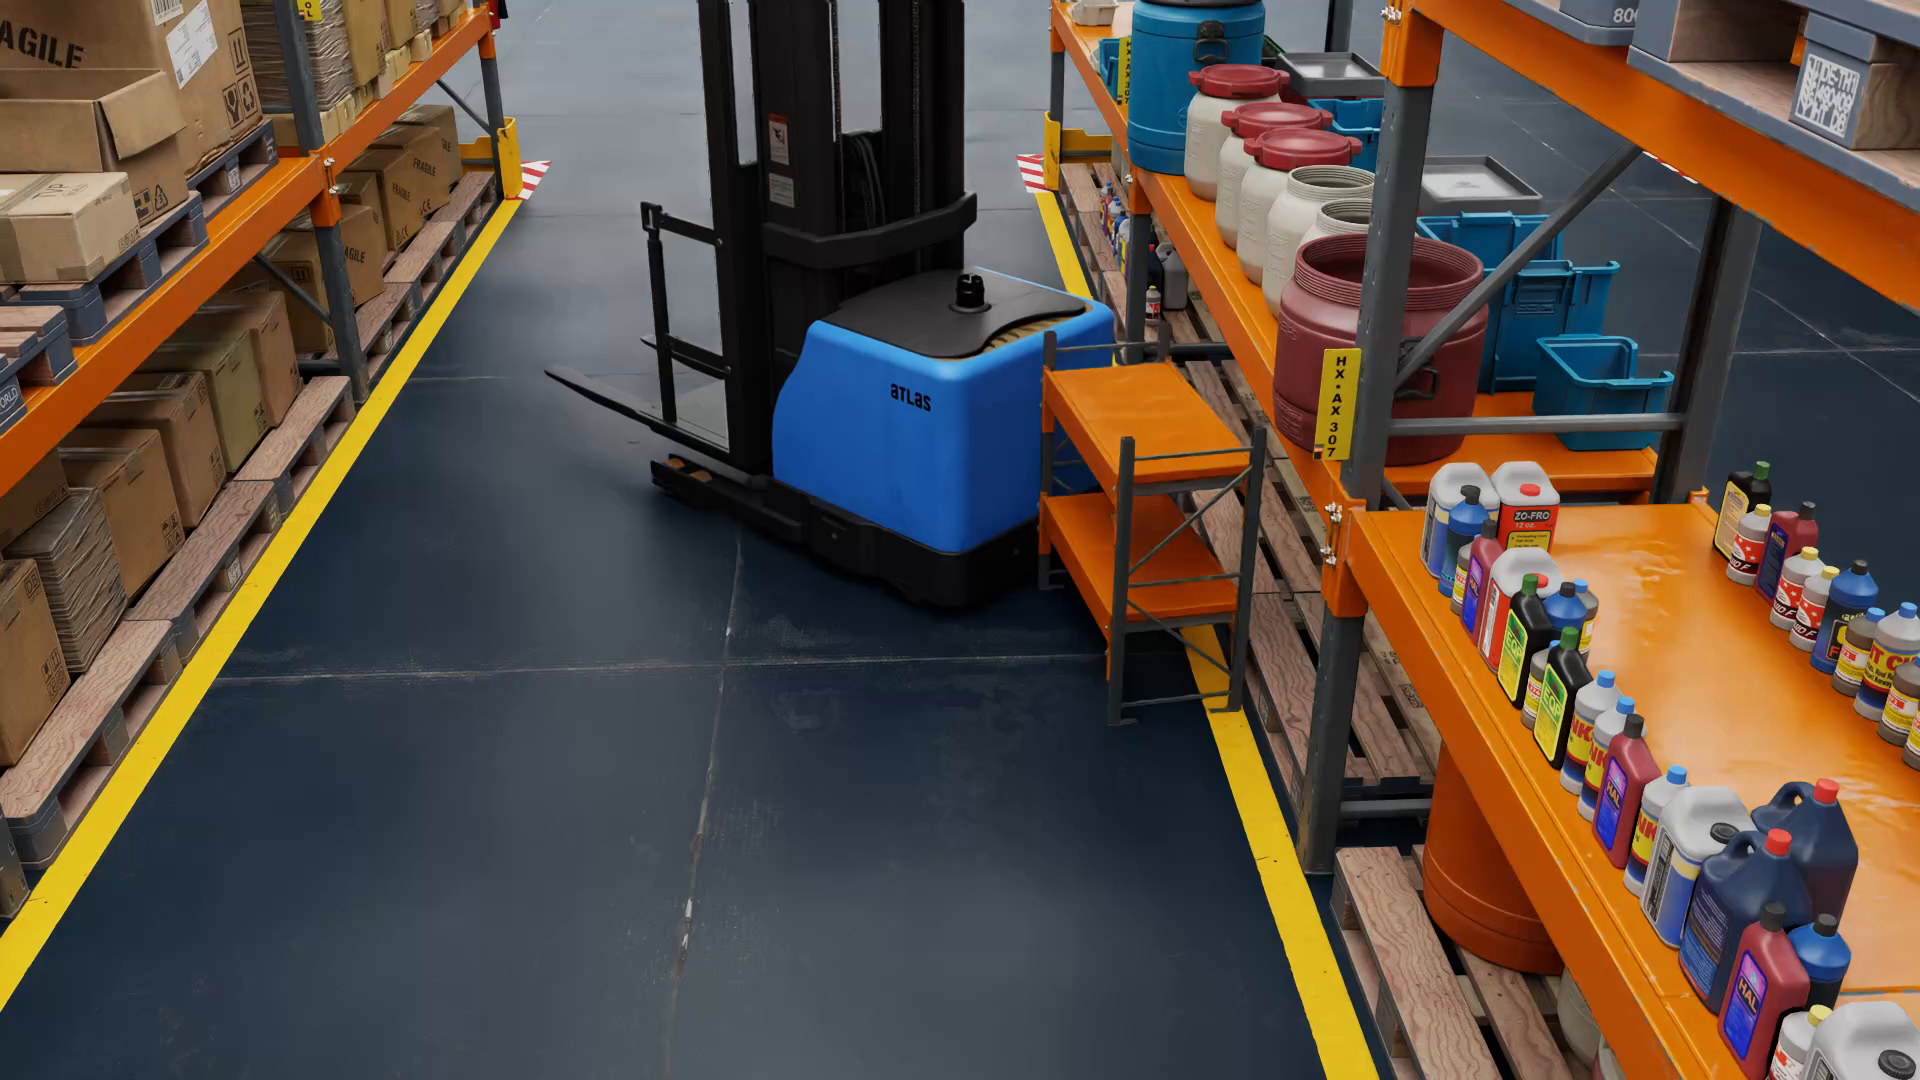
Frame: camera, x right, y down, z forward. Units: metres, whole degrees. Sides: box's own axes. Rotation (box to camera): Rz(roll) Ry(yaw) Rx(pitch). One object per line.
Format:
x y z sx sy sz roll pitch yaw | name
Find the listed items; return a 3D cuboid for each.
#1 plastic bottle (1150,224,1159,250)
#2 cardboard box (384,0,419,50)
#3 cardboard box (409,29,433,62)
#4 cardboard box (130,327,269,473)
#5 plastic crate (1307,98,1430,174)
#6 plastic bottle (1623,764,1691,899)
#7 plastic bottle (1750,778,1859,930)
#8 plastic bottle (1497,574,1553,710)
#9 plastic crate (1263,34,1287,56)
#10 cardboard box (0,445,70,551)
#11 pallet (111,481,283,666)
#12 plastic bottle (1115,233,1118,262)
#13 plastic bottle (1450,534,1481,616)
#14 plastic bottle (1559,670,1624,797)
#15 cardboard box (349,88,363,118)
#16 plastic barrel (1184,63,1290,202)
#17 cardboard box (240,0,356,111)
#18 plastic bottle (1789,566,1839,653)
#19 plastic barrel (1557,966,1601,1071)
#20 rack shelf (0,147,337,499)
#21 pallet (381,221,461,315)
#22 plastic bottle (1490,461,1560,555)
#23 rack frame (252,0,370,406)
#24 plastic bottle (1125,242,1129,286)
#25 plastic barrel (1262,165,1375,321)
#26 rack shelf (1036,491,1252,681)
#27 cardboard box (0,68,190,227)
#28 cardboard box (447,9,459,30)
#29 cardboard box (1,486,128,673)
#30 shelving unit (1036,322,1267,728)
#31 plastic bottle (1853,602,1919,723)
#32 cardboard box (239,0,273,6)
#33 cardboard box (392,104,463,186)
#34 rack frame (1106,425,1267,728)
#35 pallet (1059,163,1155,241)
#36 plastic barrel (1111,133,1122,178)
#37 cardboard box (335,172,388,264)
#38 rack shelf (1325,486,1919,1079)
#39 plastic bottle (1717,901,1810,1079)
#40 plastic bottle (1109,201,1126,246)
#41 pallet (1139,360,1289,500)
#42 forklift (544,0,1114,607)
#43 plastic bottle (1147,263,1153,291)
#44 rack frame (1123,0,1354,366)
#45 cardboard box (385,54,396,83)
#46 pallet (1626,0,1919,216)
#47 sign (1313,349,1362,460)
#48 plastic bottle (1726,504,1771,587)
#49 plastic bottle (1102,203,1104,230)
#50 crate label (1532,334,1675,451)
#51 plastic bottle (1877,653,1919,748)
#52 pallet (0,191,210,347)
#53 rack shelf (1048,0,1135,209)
1.121 -1.692 9.712 0.061 0.283 0.133 -1 28 -3 | plastic bottle
-3.642 -3.117 9.553 0.875 0.500 0.500 -1 28 -3 | cardboard box
-3.383 -2.958 9.950 0.380 0.149 0.250 -1 28 -3 | cardboard box
-3.562 -0.621 7.425 0.700 0.500 0.500 -2 28 -3 | cardboard box
1.736 -1.650 7.187 0.392 0.384 0.575 -1 28 -3 | plastic crate
1.316 0.541 3.109 0.097 0.271 0.097 0 28 0 | plastic bottle
1.498 0.566 2.974 0.144 0.351 0.185 -1 28 -3 | plastic bottle
1.262 0.224 3.702 0.061 0.283 0.133 -1 28 -3 | plastic bottle
1.579 -2.699 9.410 0.450 0.188 0.662 -1 28 -3 | plastic crate
-3.472 -0.165 5.739 0.500 0.250 0.500 2 28 3 | cardboard box
-3.469 0.121 6.789 1.003 0.211 1.213 -1 28 -3 | pallet
0.982 -1.771 9.951 0.097 0.201 0.097 0 28 0 | plastic bottle
1.260 0.083 4.062 0.097 0.201 0.097 0 28 0 | plastic bottle
1.299 0.389 3.400 0.097 0.271 0.097 0 28 0 | plastic bottle
-3.330 -2.265 8.621 0.380 0.149 0.250 -1 28 -3 | cardboard box
1.199 -1.772 7.257 0.433 0.535 0.433 0 28 0 | plastic barrel
-3.540 -2.425 8.226 0.875 0.500 0.500 -1 28 -3 | cardboard box
2.029 0.158 3.918 0.097 0.201 0.097 0 28 0 | plastic bottle
1.738 1.089 4.154 0.421 0.512 0.421 0 28 0 | plastic barrel
-3.474 -0.797 6.312 1.077 0.370 4.000 -1 28 -3 | rack shelf
-3.715 -1.677 10.237 1.003 0.211 1.213 -1 28 -3 | pallet
1.429 -0.053 4.242 0.152 0.276 0.135 -1 28 -3 | plastic bottle
-3.578 -2.039 7.916 1.000 3.000 0.127 -1 28 -3 | rack frame
0.986 -1.603 9.541 0.061 0.283 0.133 0 28 1 | plastic bottle
1.288 -1.026 5.852 0.421 0.512 0.421 0 28 0 | plastic barrel
0.671 0.130 6.313 0.538 0.278 1.000 -6 28 -10 | rack shelf
-3.395 -1.473 6.265 0.797 0.503 0.637 1 28 3 | cardboard box
-3.489 -3.419 10.833 0.380 0.149 0.250 -1 28 -3 | cardboard box
-3.466 0.156 5.934 0.700 0.500 0.500 -4 28 -7 | cardboard box
0.671 -0.087 6.200 0.538 1.125 1.048 -6 28 -10 | shelving unit
2.044 0.262 3.643 0.097 0.271 0.097 0 28 0 | plastic bottle
-3.348 -2.873 8.004 0.500 0.500 0.500 -1 28 -3 | cardboard box
-3.771 -2.676 11.385 0.500 0.500 0.500 4 28 7 | cardboard box
0.775 0.143 5.759 0.500 1.125 0.032 -6 28 -10 | rack frame
1.247 -2.361 11.548 1.003 0.211 1.213 -1 28 -3 | pallet
1.270 -2.787 11.587 0.421 0.512 0.421 0 28 0 | plastic barrel
-3.707 -1.852 9.806 0.500 0.500 0.500 -4 28 -7 | cardboard box
1.681 0.931 2.999 1.077 0.370 4.000 -1 28 -3 | rack shelf
1.320 0.736 2.720 0.061 0.283 0.133 -1 28 -3 | plastic bottle
0.966 -1.942 10.205 0.097 0.271 0.097 0 28 0 | plastic bottle
1.448 -0.561 8.097 1.003 0.211 1.213 -1 28 -3 | pallet
-0.776 -1.603 7.153 3.031 2.935 1.130 23 35 37 | forklift
1.013 -1.364 9.083 0.061 0.283 0.133 0 28 0 | plastic bottle
1.368 -2.159 8.146 1.000 3.000 0.127 -1 28 -3 | rack frame
-3.379 -2.611 9.285 0.380 0.149 0.250 -1 28 -3 | cardboard box
1.585 -0.594 2.106 1.003 0.211 1.213 -1 28 -3 | pallet
1.028 -0.368 4.535 0.100 0.325 0.005 -1 28 -3 | sign
2.012 0.007 4.209 0.097 0.201 0.097 0 28 0 | plastic bottle
0.948 -2.068 10.521 0.097 0.201 0.097 0 28 0 | plastic bottle
1.929 -0.441 5.033 0.303 0.233 0.416 -1 28 -3 | crate label
2.049 0.338 3.573 0.097 0.201 0.097 0 28 0 | plastic bottle
-3.514 -1.020 6.170 1.003 0.211 1.213 -1 28 -3 | pallet
1.264 -2.764 10.083 1.077 0.370 4.000 -1 28 -3 | rack shelf
